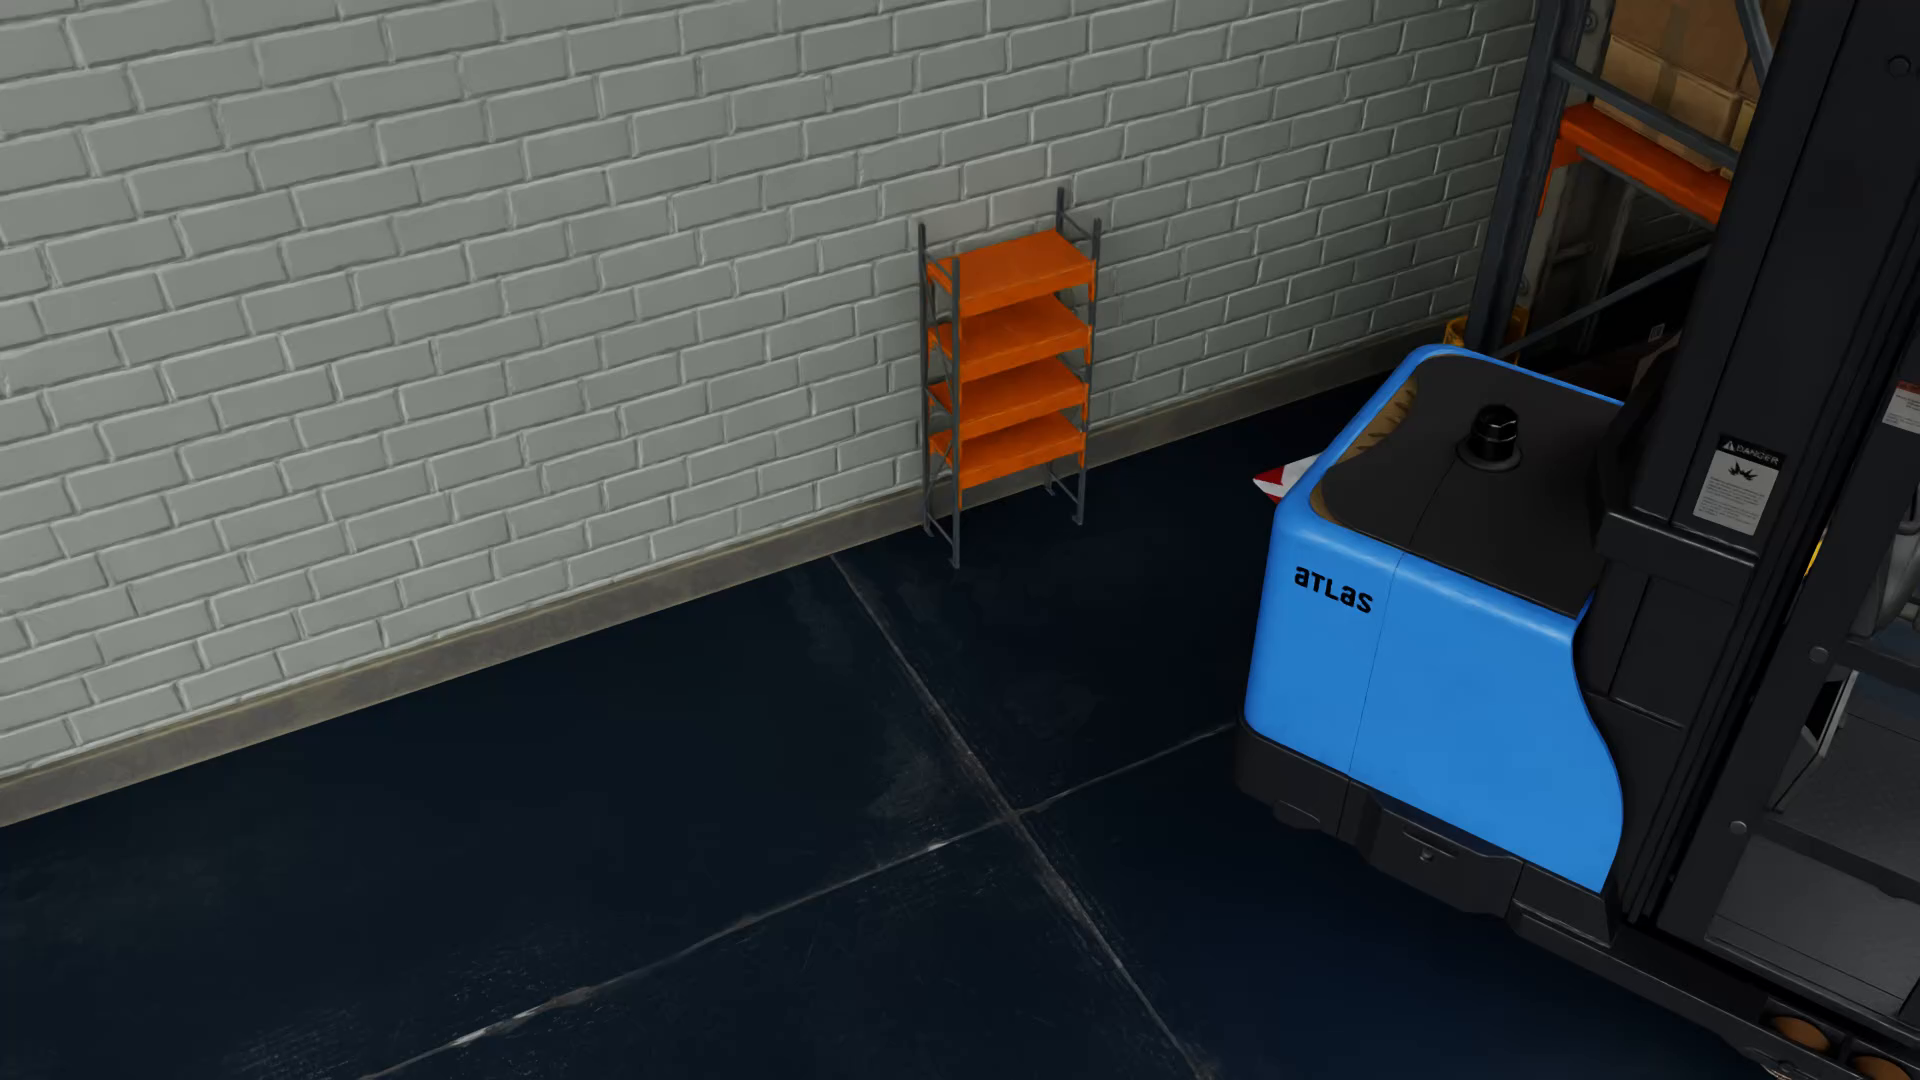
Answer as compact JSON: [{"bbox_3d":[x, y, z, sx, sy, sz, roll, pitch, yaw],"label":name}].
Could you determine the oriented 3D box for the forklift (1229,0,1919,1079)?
[{"bbox_3d":[2.284,-0.088,3.585,3.031,2.935,1.130,24,46,26],"label":"forklift"}]

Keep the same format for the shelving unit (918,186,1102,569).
[{"bbox_3d":[0.152,-0.503,5.416,0.503,1.200,0.258,-19,44,-21],"label":"shelving unit"}]

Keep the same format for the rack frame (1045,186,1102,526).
[{"bbox_3d":[0.367,-0.577,5.503,0.015,1.200,0.240,-19,44,-21],"label":"rack frame"}]

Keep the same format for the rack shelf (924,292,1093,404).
[{"bbox_3d":[0.152,-0.623,5.315,0.480,0.148,0.258,-19,44,-21],"label":"rack shelf"}]

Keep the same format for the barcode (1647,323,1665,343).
[{"bbox_3d":[2.535,-0.754,6.053,0.075,0.075,0.001,-19,44,-21],"label":"barcode"}]

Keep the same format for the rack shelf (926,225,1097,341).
[{"bbox_3d":[0.152,-0.803,5.162,0.480,0.148,0.258,-19,44,-21],"label":"rack shelf"}]

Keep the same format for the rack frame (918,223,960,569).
[{"bbox_3d":[-0.064,-0.429,5.328,0.015,1.200,0.240,-19,44,-21],"label":"rack frame"}]

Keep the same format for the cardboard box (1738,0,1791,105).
[{"bbox_3d":[2.611,-1.426,4.633,0.500,0.500,0.500,-19,44,-21],"label":"cardboard box"}]

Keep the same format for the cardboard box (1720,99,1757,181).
[{"bbox_3d":[2.628,-1.133,4.868,0.500,0.250,0.500,-20,44,-22],"label":"cardboard box"}]

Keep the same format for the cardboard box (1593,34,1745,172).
[{"bbox_3d":[2.373,-1.420,5.207,0.500,0.250,0.500,-18,43,-20],"label":"cardboard box"}]

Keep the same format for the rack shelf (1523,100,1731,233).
[{"bbox_3d":[3.822,-1.542,5.806,4.000,0.370,1.077,-19,44,-21],"label":"rack shelf"}]

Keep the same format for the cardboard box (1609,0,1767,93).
[{"bbox_3d":[2.368,-1.718,4.979,0.500,0.500,0.500,-19,44,-21],"label":"cardboard box"}]

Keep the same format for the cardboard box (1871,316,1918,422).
[{"bbox_3d":[3.209,-0.686,5.979,0.500,0.311,0.500,-15,43,-17],"label":"cardboard box"}]

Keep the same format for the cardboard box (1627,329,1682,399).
[{"bbox_3d":[2.703,-0.516,5.778,0.500,0.311,0.500,-24,46,-25],"label":"cardboard box"}]

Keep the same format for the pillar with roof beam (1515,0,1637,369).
[{"bbox_3d":[4.258,-1.747,0.849,0.400,9.000,9.100,-19,44,-21],"label":"pillar with roof beam"}]

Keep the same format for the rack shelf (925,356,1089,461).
[{"bbox_3d":[0.152,-0.452,5.459,0.480,0.148,0.258,-19,44,-21],"label":"rack shelf"}]

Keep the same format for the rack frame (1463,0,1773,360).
[{"bbox_3d":[2.048,-1.219,4.869,0.127,3.000,1.000,-19,44,-21],"label":"rack frame"}]

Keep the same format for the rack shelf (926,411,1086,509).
[{"bbox_3d":[0.152,-0.300,5.588,0.480,0.148,0.258,-19,44,-21],"label":"rack shelf"}]

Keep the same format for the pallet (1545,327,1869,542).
[{"bbox_3d":[2.853,-0.400,6.059,1.213,0.211,1.003,-19,44,-21],"label":"pallet"}]

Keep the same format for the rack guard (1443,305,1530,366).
[{"bbox_3d":[2.116,-0.288,5.703,0.348,0.500,1.175,-19,44,-21],"label":"rack guard"}]
